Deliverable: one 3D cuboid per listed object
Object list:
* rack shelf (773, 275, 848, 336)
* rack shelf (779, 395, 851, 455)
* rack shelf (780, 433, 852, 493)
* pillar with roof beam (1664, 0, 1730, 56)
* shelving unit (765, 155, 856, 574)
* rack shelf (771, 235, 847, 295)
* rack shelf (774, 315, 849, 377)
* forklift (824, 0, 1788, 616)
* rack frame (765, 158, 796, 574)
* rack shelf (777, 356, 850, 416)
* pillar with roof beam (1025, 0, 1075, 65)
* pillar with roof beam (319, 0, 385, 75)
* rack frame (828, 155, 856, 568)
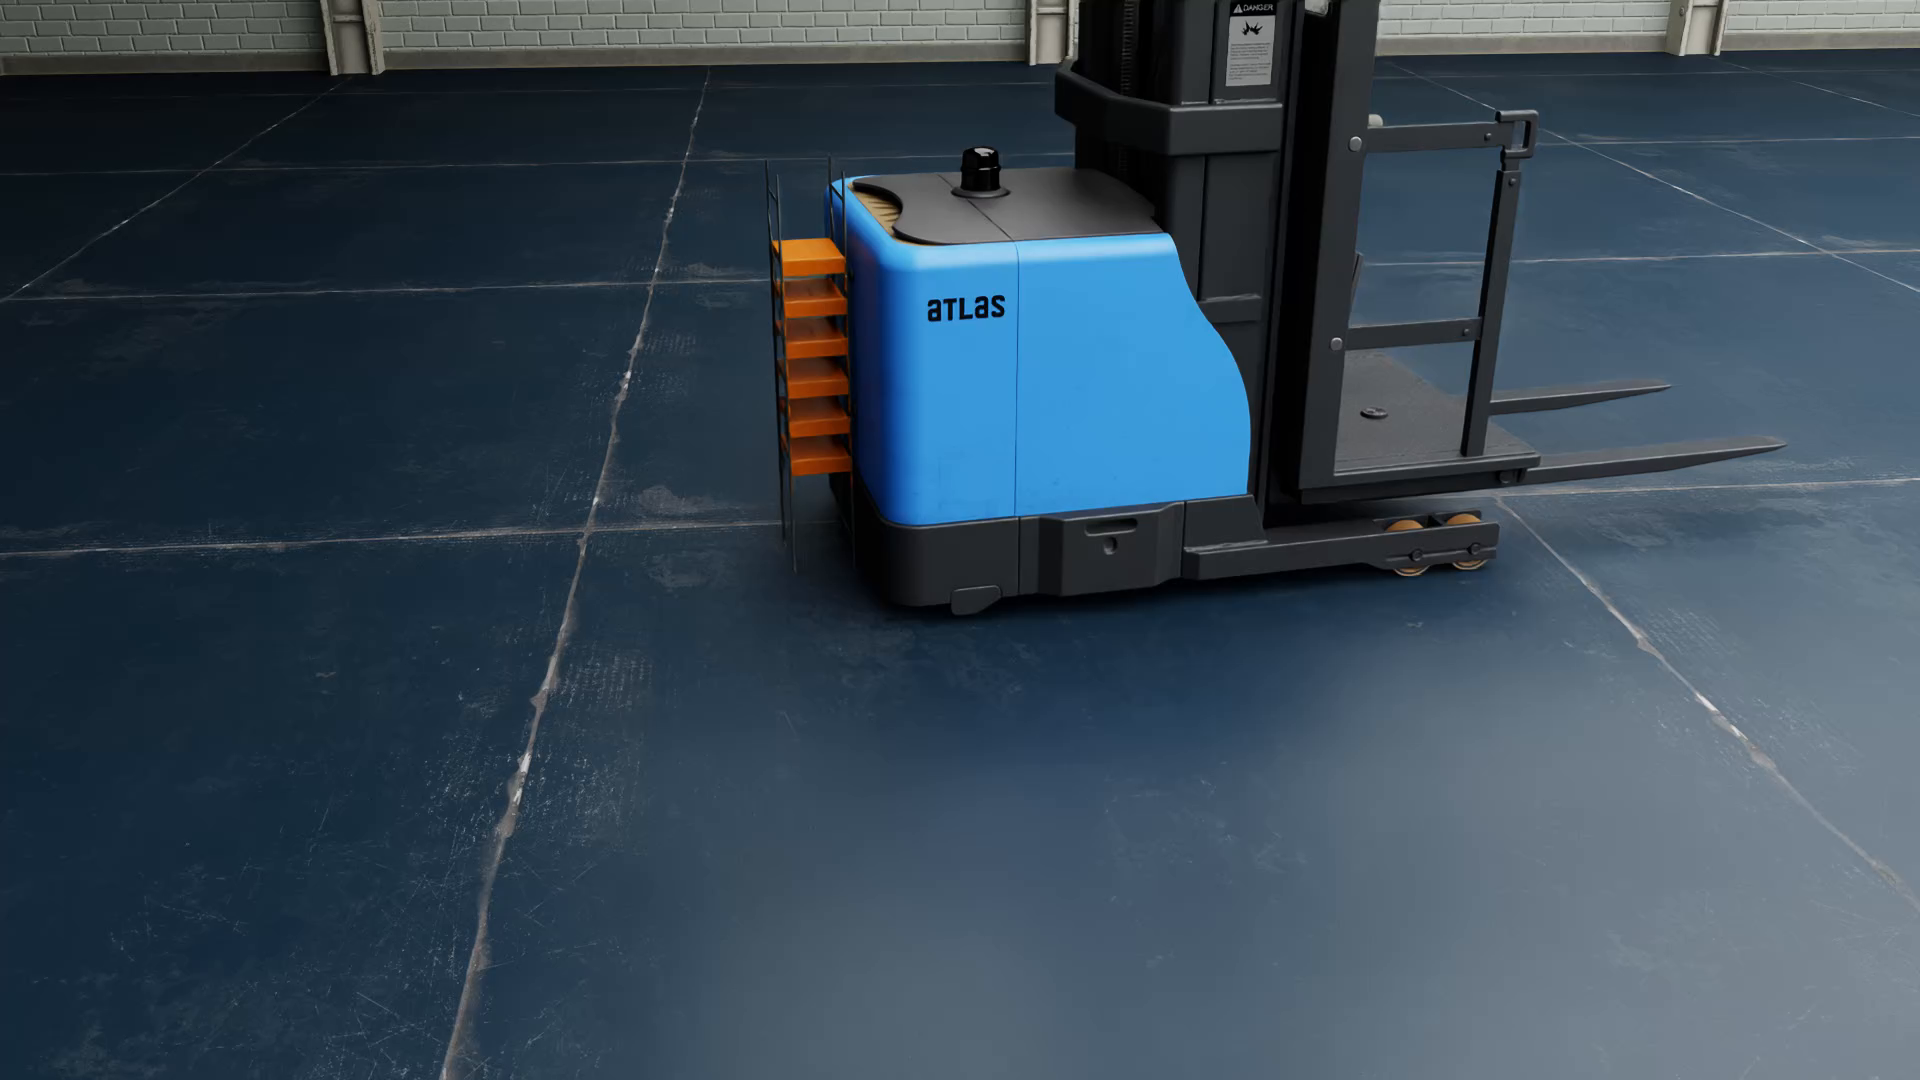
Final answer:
[{"bbox_3d":[-0.437,-0.682,4.825,0.180,0.103,0.258,-6,25,-13],"label":"rack shelf"},{"bbox_3d":[-0.437,-0.353,4.971,0.180,0.103,0.258,-6,25,-13],"label":"rack shelf"},{"bbox_3d":[-0.437,-0.243,5.020,0.180,0.103,0.258,-6,25,-13],"label":"rack shelf"},{"bbox_3d":[7.189,-6.877,9.644,0.400,9.000,9.100,-2,24,-5],"label":"pillar with roof beam"},{"bbox_3d":[-0.437,-0.503,4.904,0.189,1.200,0.258,-6,25,-13],"label":"shelving unit"},{"bbox_3d":[-0.437,-0.791,4.776,0.180,0.103,0.258,-6,25,-13],"label":"rack shelf"},{"bbox_3d":[-0.437,-0.572,4.874,0.180,0.103,0.258,-6,25,-13],"label":"rack shelf"},{"bbox_3d":[1.142,-1.432,4.862,3.031,2.935,1.130,-6,25,-13],"label":"forklift"},{"bbox_3d":[-0.526,-0.494,4.884,0.006,1.200,0.240,-6,25,-13],"label":"rack frame"},{"bbox_3d":[-0.437,-0.462,4.922,0.180,0.103,0.258,-6,25,-13],"label":"rack shelf"},{"bbox_3d":[1.218,-6.638,9.105,0.400,9.000,9.100,-2,24,-5],"label":"pillar with roof beam"},{"bbox_3d":[-4.753,-6.398,8.566,0.400,9.000,9.100,-2,24,-5],"label":"pillar with roof beam"},{"bbox_3d":[-0.349,-0.512,4.924,0.006,1.200,0.240,-6,25,-13],"label":"rack frame"}]
